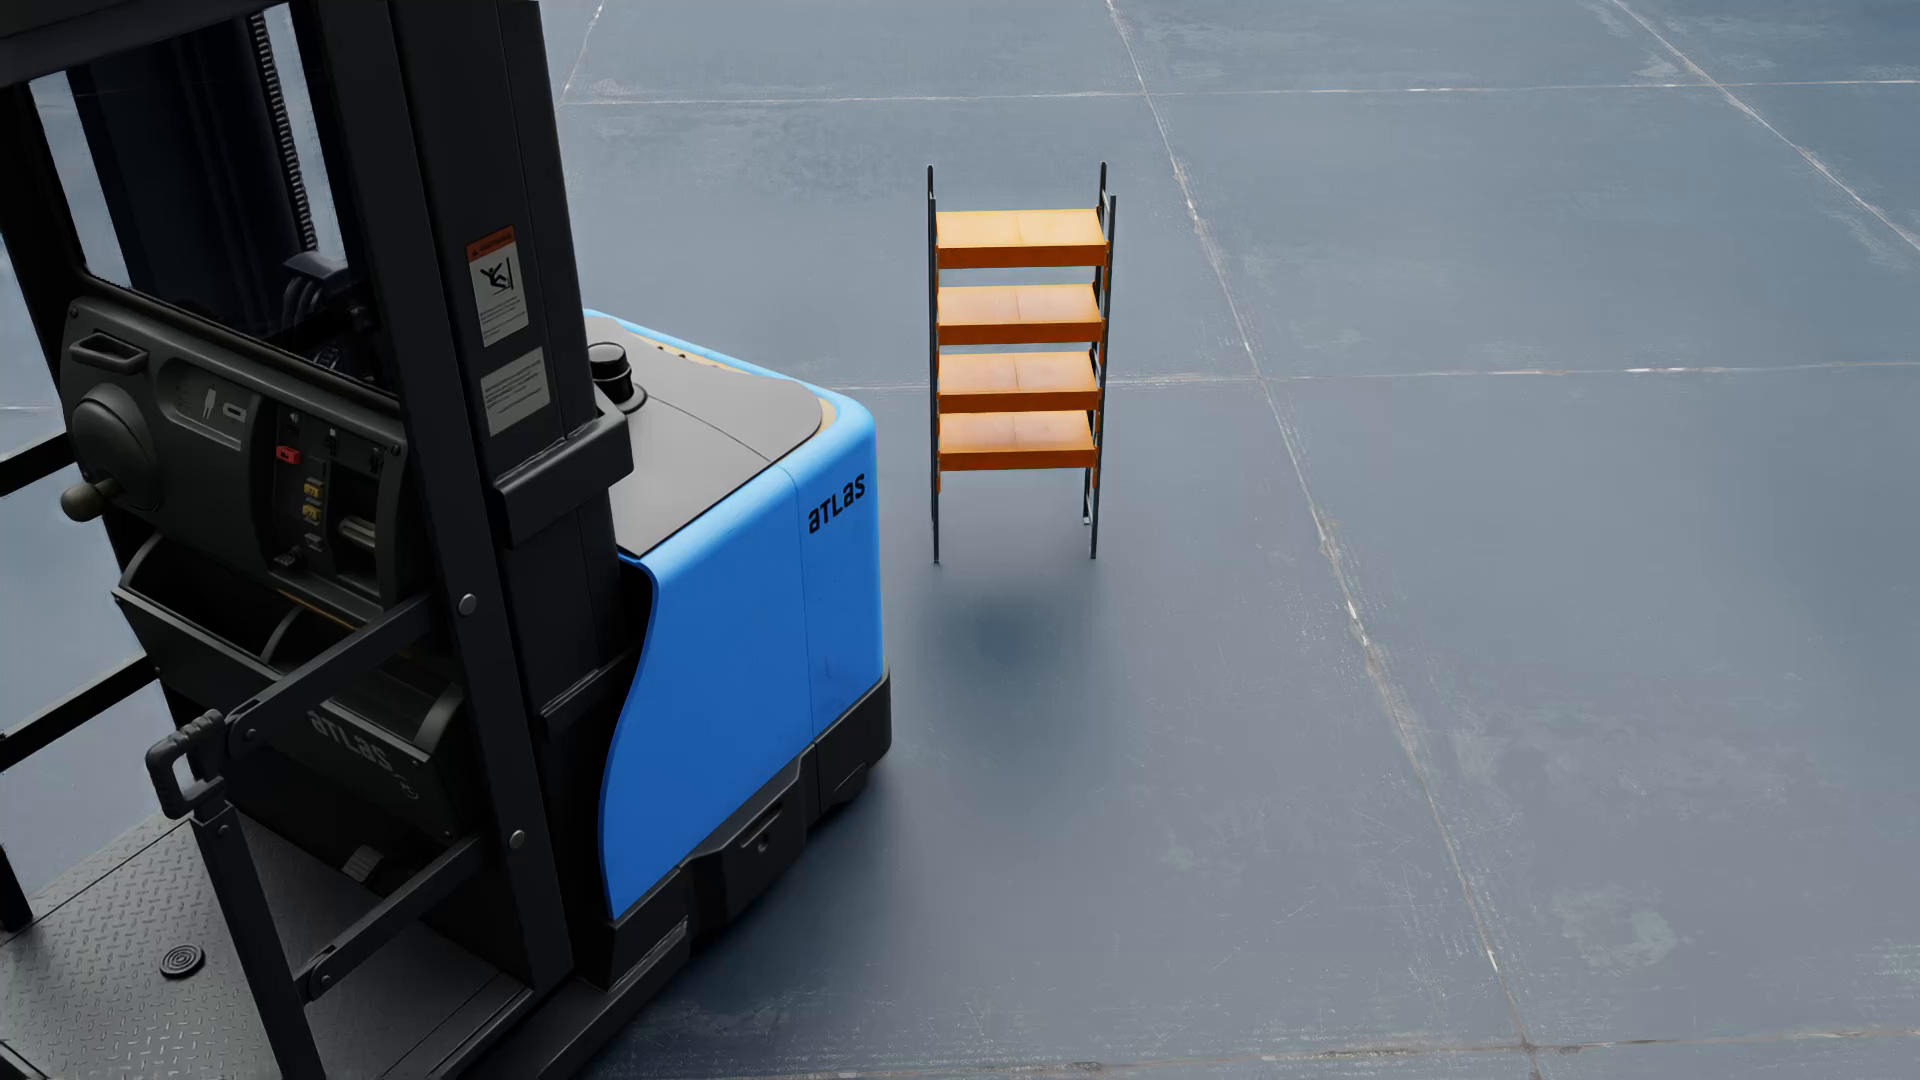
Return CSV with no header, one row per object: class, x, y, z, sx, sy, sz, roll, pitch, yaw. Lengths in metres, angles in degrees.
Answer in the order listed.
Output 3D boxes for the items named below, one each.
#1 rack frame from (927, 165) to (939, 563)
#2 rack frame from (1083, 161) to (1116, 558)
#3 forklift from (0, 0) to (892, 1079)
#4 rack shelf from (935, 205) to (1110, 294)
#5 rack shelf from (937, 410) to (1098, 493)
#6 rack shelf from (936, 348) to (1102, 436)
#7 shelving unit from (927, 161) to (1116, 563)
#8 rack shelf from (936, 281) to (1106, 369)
rack frame,-0.078,-0.491,4.905,0.015,1.200,0.240,-2,35,-2
rack frame,0.409,-0.504,4.924,0.015,1.200,0.240,-2,35,-2
forklift,-1.412,-0.085,2.797,1.130,2.935,3.031,21,40,27
rack shelf,0.165,-0.821,4.691,0.480,0.148,0.258,-2,35,-2
rack shelf,0.165,-0.279,5.066,0.480,0.148,0.258,-2,35,-2
rack shelf,0.165,-0.443,4.953,0.480,0.148,0.258,-2,35,-2
shelving unit,0.165,-0.498,4.915,0.503,1.200,0.258,-2,35,-2
rack shelf,0.165,-0.626,4.826,0.480,0.148,0.258,-2,35,-2
